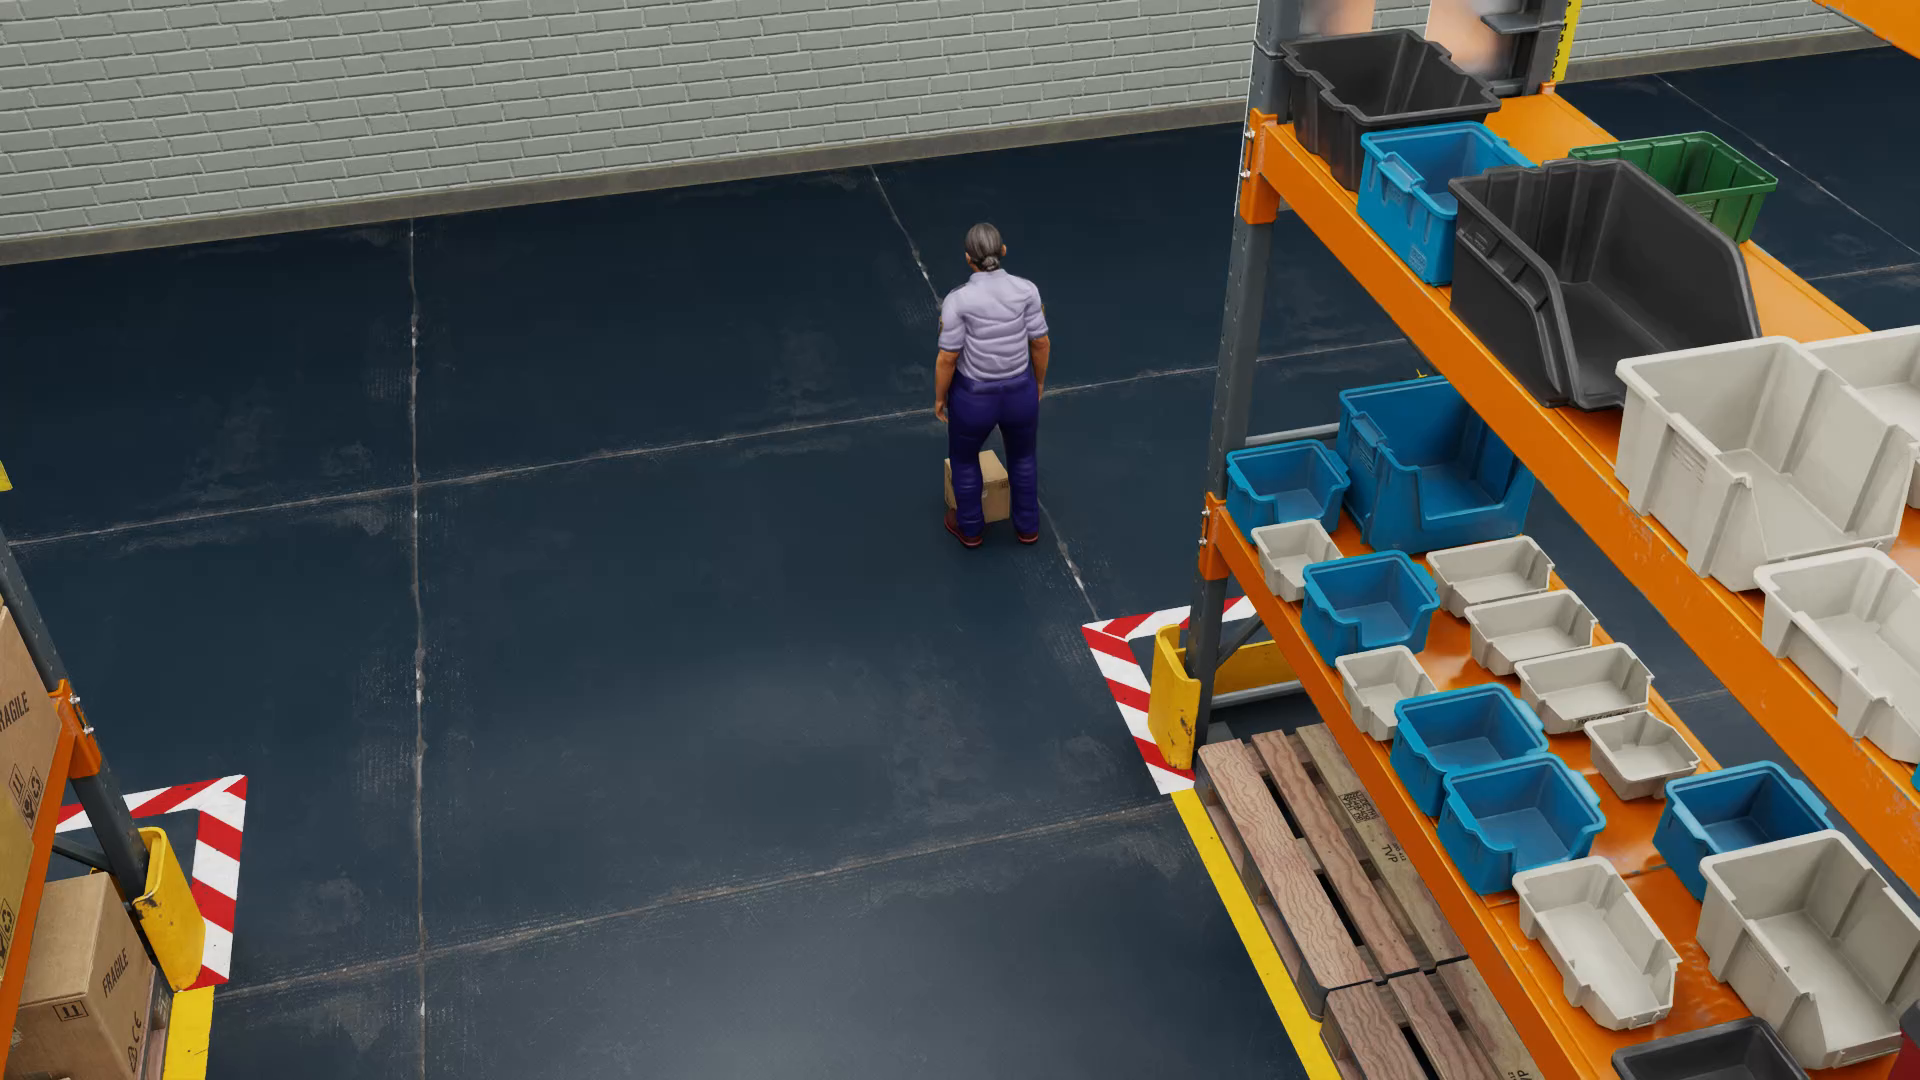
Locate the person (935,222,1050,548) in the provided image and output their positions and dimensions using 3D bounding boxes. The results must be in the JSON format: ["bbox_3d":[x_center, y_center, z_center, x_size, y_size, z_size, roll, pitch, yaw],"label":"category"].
[{"bbox_3d":[0.143,-0.666,7.571,0.546,1.637,0.415,-10,39,-12],"label":"person"}]
